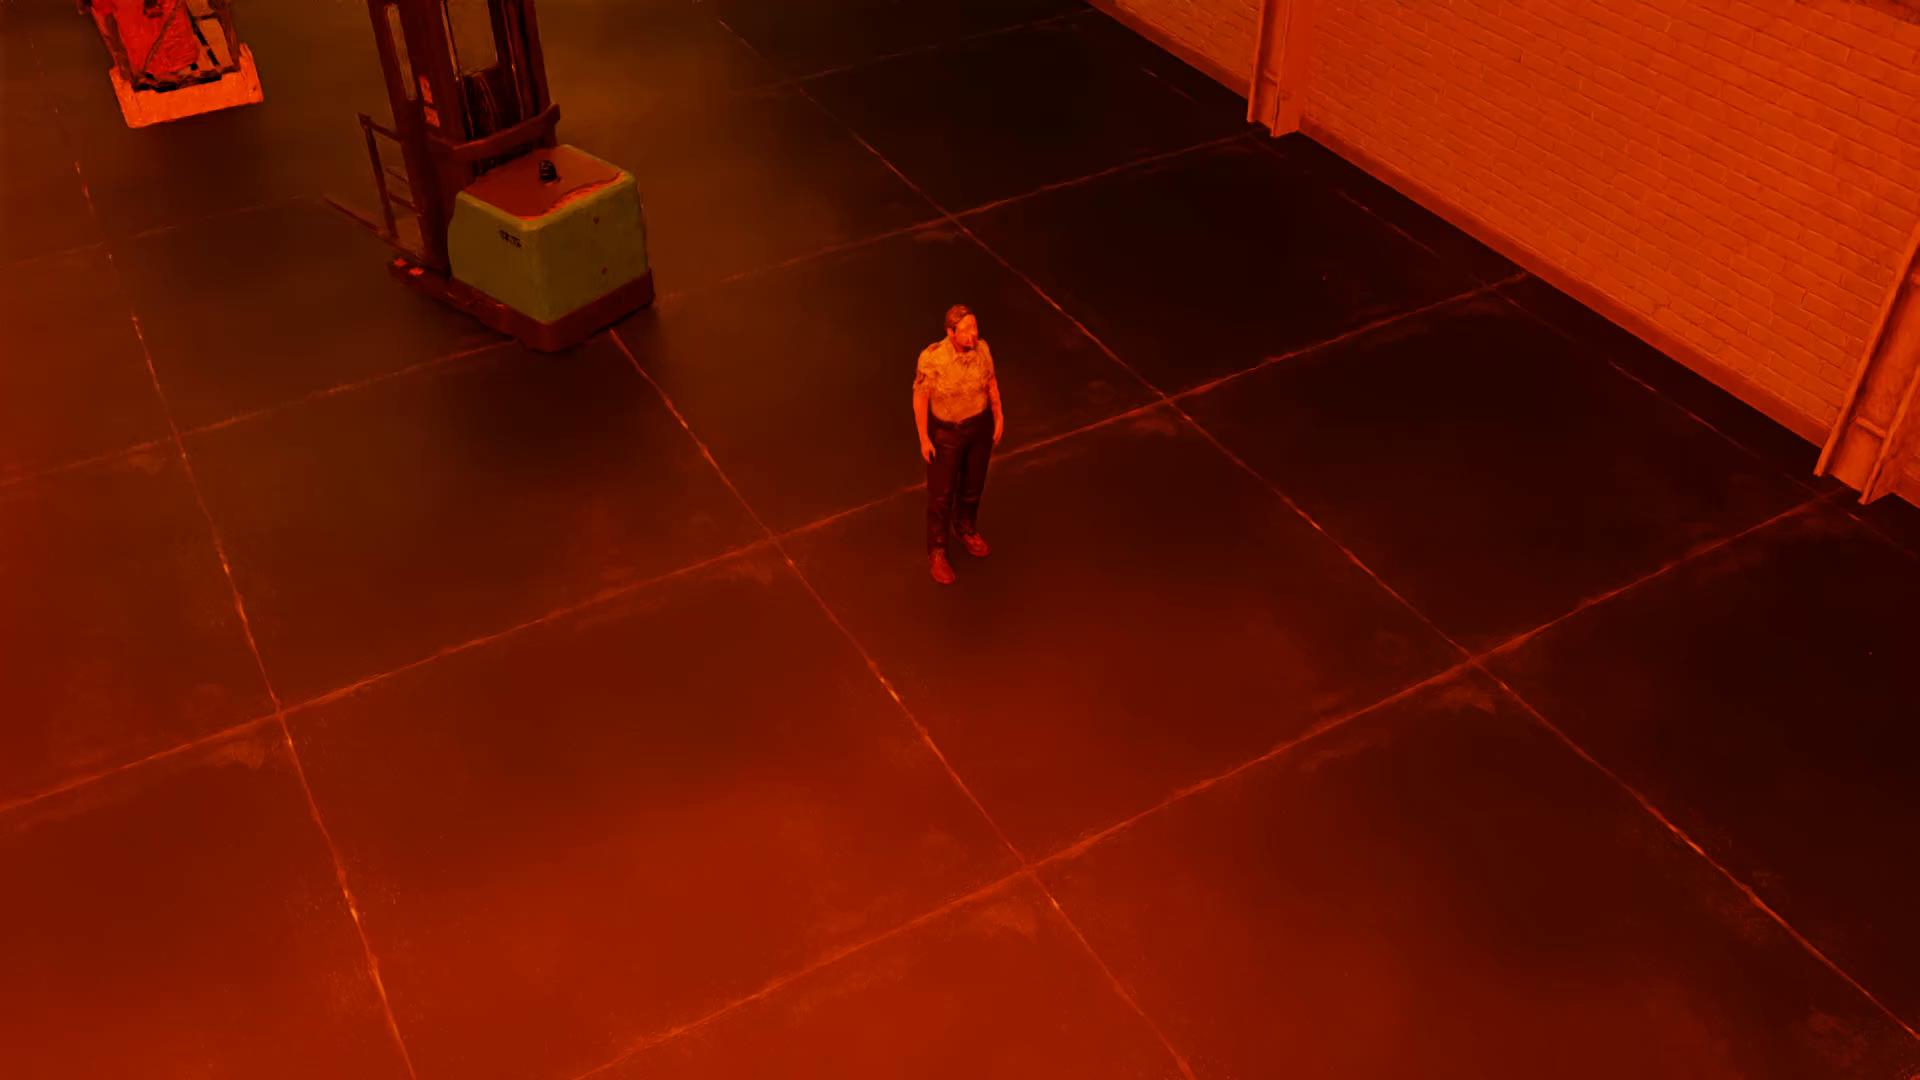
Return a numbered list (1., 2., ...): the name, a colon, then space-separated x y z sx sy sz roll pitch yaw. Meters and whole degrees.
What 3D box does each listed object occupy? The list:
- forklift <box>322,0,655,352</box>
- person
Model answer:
1. forklift: -3.734 -3.261 11.967 3.031 2.935 1.130 28 47 30
2. person: 0.026 -0.583 9.733 0.599 1.650 0.502 -20 44 -23
